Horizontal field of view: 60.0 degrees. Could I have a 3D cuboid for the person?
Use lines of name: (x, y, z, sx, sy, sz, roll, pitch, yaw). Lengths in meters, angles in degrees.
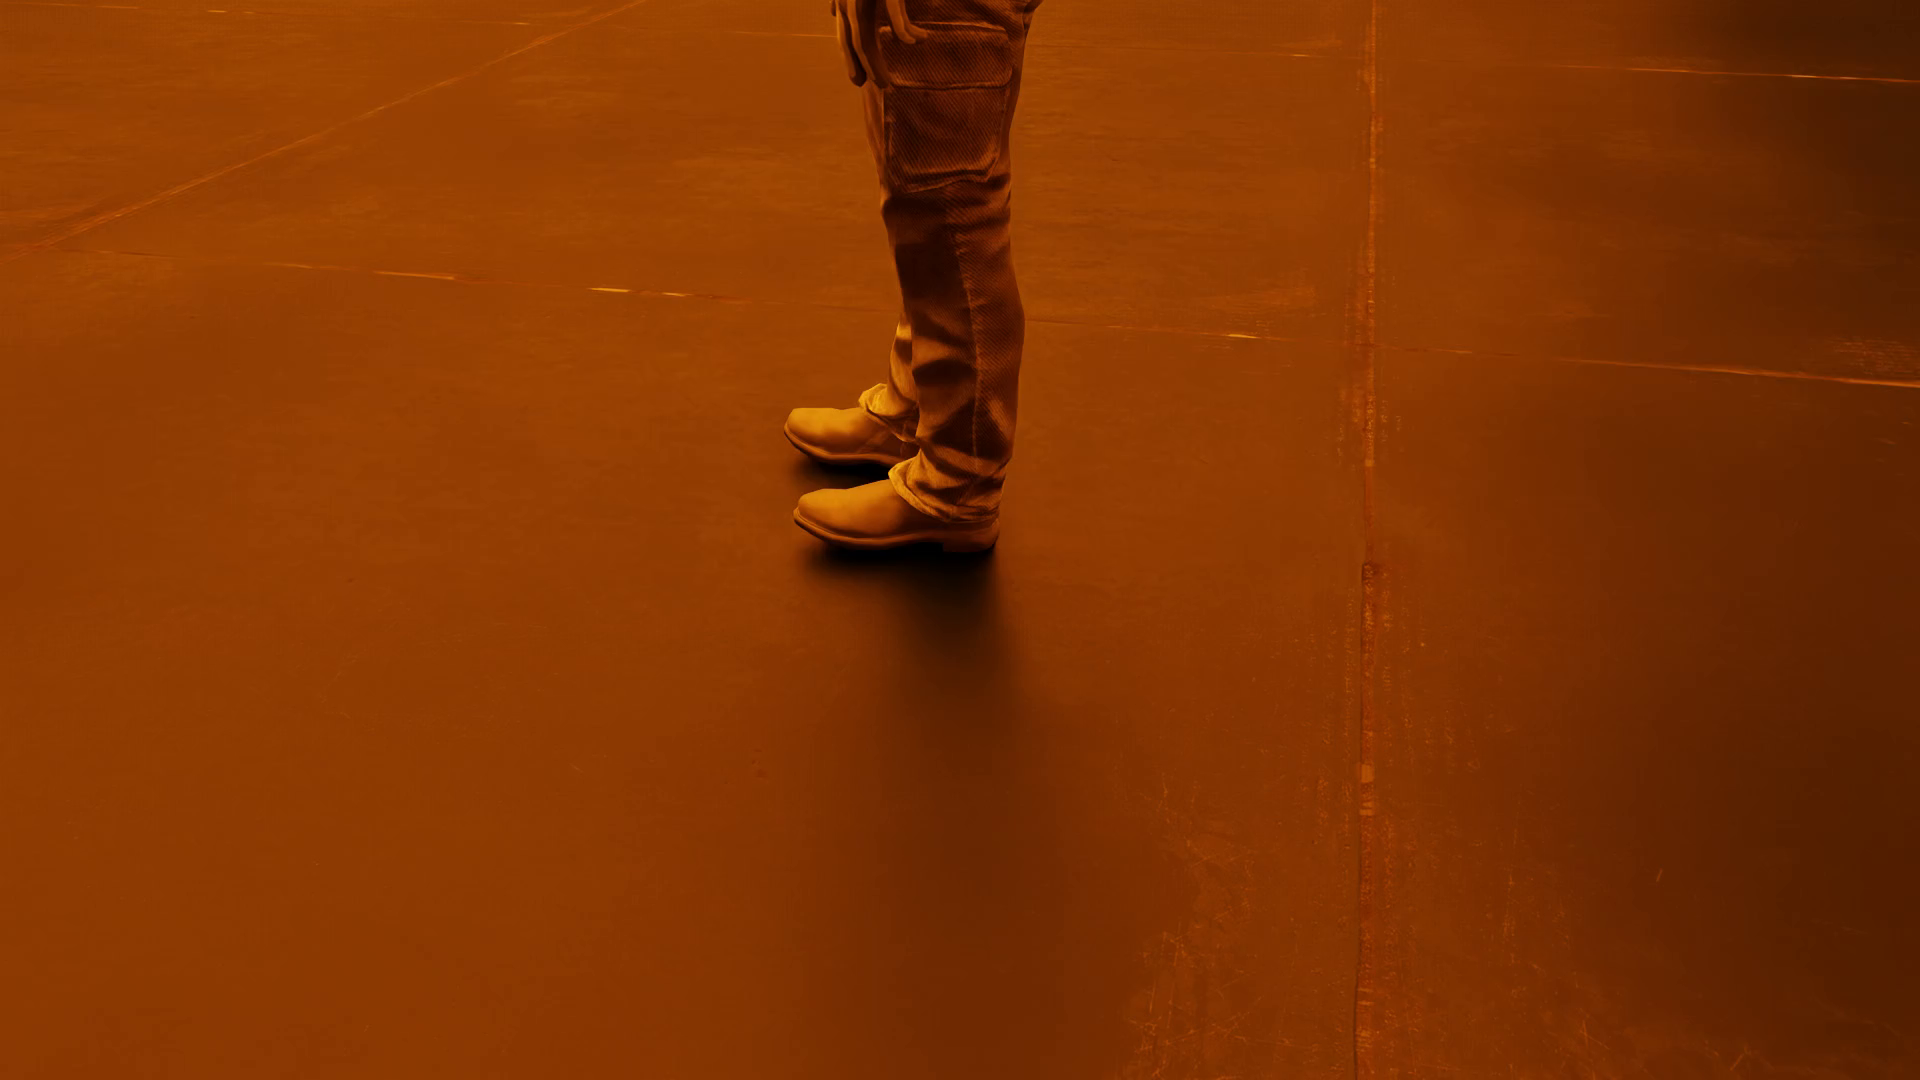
person: (-0.068, -0.814, 2.117, 0.577, 1.782, 0.656, 6, 27, 11)
